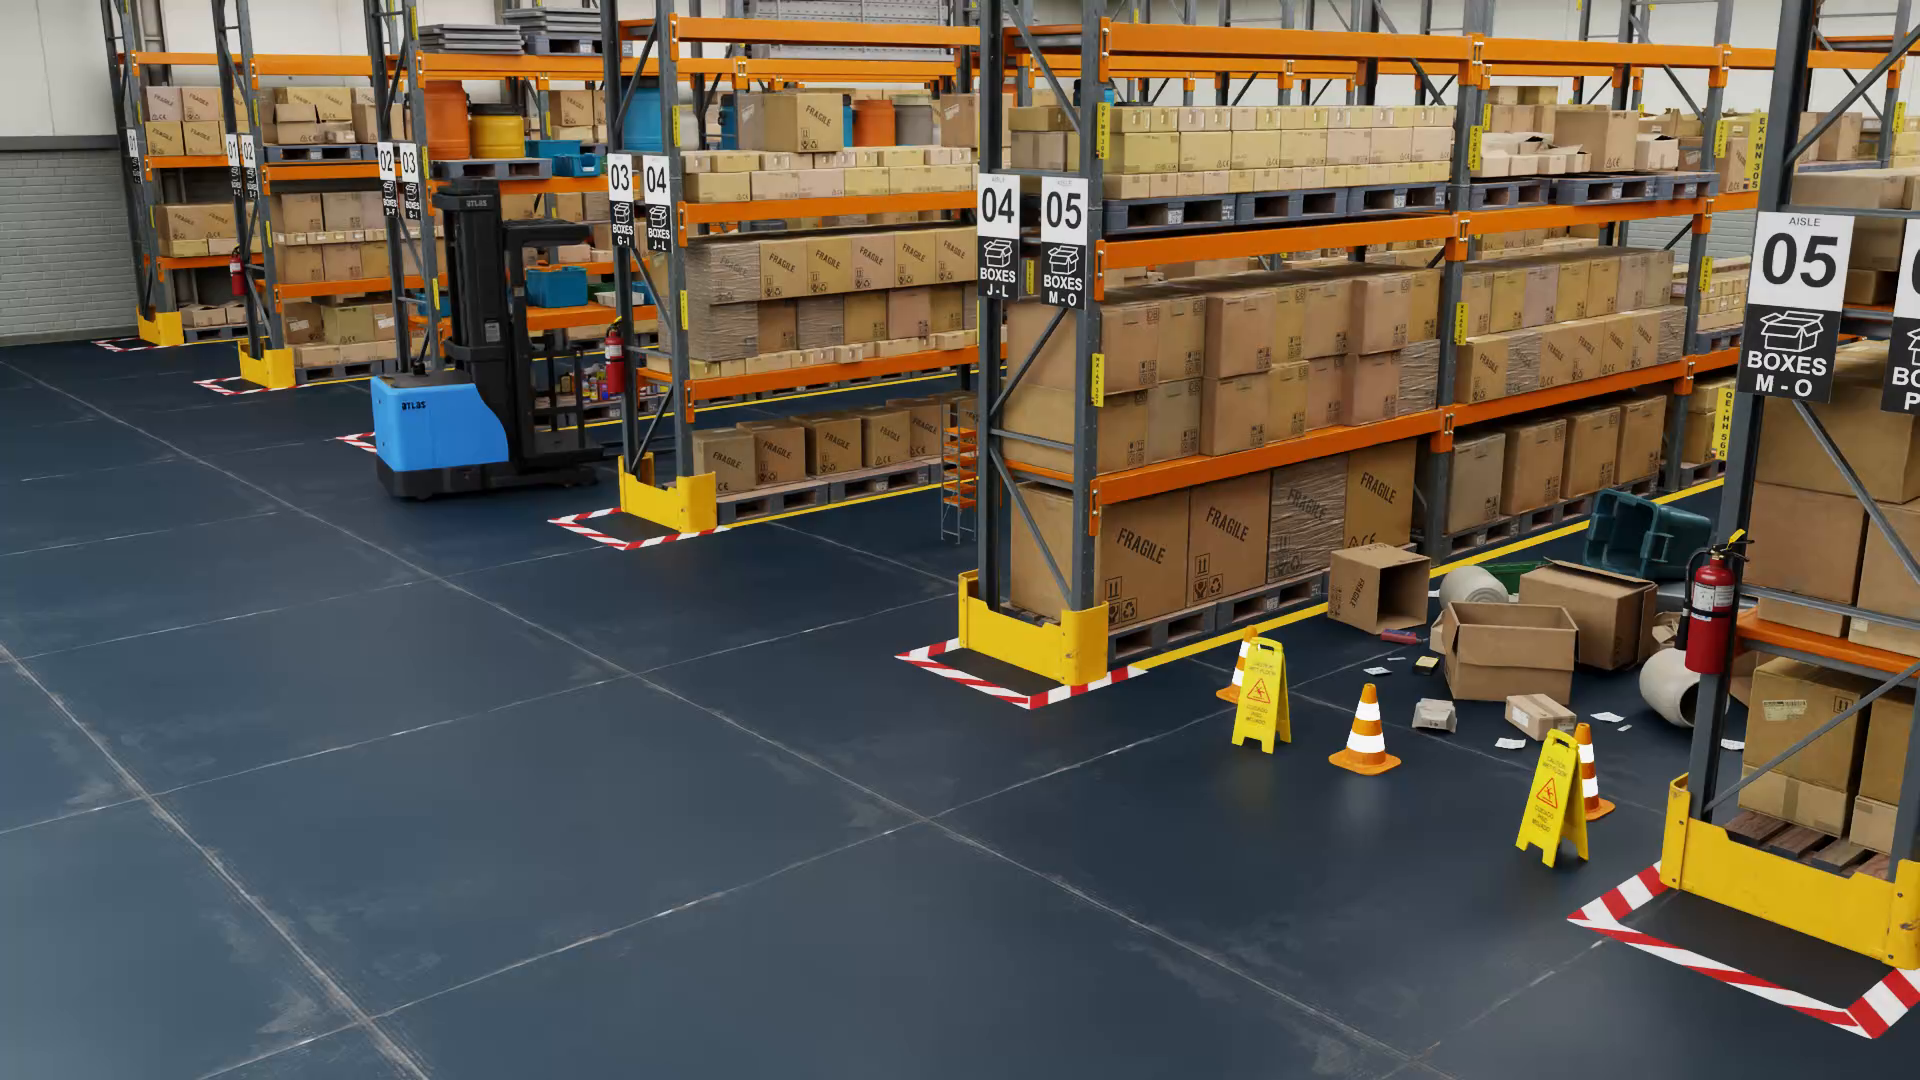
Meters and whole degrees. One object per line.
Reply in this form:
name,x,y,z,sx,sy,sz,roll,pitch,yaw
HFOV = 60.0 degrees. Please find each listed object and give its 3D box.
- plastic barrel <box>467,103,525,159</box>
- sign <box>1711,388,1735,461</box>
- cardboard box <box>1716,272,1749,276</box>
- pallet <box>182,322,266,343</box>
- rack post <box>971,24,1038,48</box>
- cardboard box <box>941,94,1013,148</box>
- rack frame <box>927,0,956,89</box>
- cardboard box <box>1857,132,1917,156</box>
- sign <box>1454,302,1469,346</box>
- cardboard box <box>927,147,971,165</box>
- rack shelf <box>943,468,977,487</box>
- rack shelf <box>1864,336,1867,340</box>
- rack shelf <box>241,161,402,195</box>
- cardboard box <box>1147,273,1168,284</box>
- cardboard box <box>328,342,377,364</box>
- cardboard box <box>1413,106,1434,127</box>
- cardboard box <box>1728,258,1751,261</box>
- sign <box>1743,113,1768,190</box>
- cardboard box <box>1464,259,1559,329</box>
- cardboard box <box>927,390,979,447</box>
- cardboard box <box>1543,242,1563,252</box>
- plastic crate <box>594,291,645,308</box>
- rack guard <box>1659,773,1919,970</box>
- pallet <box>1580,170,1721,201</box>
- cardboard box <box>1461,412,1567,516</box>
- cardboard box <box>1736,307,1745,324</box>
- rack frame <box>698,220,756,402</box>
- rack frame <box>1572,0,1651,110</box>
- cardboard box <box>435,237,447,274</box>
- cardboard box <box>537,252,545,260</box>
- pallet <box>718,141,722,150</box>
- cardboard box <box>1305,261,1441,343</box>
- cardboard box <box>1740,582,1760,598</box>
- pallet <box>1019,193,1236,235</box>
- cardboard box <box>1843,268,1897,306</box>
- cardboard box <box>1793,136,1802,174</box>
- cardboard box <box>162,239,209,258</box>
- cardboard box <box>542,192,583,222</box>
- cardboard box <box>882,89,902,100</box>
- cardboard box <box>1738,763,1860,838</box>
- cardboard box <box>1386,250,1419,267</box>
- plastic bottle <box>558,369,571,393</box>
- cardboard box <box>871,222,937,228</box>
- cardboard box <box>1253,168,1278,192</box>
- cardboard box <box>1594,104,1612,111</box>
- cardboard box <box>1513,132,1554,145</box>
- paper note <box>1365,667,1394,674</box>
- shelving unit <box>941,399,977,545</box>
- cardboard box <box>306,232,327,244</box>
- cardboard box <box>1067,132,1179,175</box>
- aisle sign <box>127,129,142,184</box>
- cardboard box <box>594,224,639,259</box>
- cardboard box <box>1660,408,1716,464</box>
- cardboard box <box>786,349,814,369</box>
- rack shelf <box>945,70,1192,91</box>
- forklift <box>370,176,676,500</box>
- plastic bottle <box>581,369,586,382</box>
plastic barrel,-5.159,-4.554,18.494,0.600,0.588,0.600,0,15,0
sign,3.472,-0.523,7.538,0.005,0.325,0.100,-13,19,-39
cardboard box,7.799,-2.588,16.647,0.250,0.149,0.380,-12,19,-37
pallet,-11.745,-3.318,26.262,1.213,0.211,1.003,-13,19,-39
rack post,0.619,-6.941,22.943,0.937,0.300,0.954,-13,19,-39
cardboard box,0.161,-4.063,16.097,0.500,0.500,0.500,-13,20,-41
rack frame,-0.369,-10.130,34.738,0.127,3.000,1.000,-13,19,-39
cardboard box,10.069,-4.332,18.164,0.500,0.250,0.500,-12,19,-38
sign,3.879,-1.672,12.866,0.005,0.325,0.100,-13,19,-39
cardboard box,-0.116,-3.677,15.910,0.250,0.149,0.380,-14,20,-42
rack shelf,-0.011,-0.534,14.097,0.180,0.103,0.258,-13,19,-39
rack shelf,11.057,-2.670,19.827,4.000,0.370,1.077,-13,19,-39
rack shelf,-7.675,-4.998,22.731,4.000,0.370,1.077,-13,19,-39
cardboard box,2.270,-2.787,18.316,0.258,0.266,0.396,-13,20,-41
cardboard box,-8.259,-2.565,22.555,0.500,0.250,0.500,-13,19,-39
cardboard box,3.256,-3.121,12.243,0.250,0.149,0.380,-13,20,-40
cardboard box,8.548,-2.979,18.110,0.250,0.149,0.380,-12,19,-39
sign,3.472,-1.688,7.227,0.005,0.325,0.100,-13,19,-39
cardboard box,4.652,-2.113,14.217,0.500,0.500,0.700,-12,19,-39
cardboard box,0.006,-1.241,17.115,0.500,0.500,0.500,-13,20,-41
cardboard box,8.038,-4.015,23.184,0.500,0.250,0.500,-13,19,-39
plastic crate,-3.976,-2.819,19.500,0.437,0.136,0.530,-13,19,-39
rack guard,3.879,1.496,7.682,0.348,0.500,1.175,-13,19,-39
pallet,6.080,-3.240,15.119,1.003,0.211,1.213,-12,19,-37
cardboard box,4.653,-0.725,14.696,0.750,0.750,1.050,-13,19,-39
cardboard box,7.609,-2.256,16.557,0.250,0.149,0.380,-12,19,-37
rack frame,-2.918,-3.270,20.681,0.127,3.000,1.000,-13,19,-39
rack frame,9.386,-7.237,23.907,0.127,3.000,1.000,-13,19,-39
cardboard box,-7.272,-4.032,23.340,0.500,0.500,0.700,-12,19,-39
cardboard box,-7.384,-5.027,29.797,0.500,0.250,0.500,-12,19,-38
pallet,-3.602,-6.138,25.972,1.003,0.211,1.213,-12,19,-37
cardboard box,3.212,-1.862,13.024,0.550,0.550,0.875,-13,19,-39
cardboard box,5.648,0.124,11.351,0.500,0.500,0.500,-13,19,-39
pallet,1.048,-2.180,10.957,1.213,0.211,1.003,-13,19,-39
cardboard box,3.907,-1.142,7.387,0.250,0.149,0.380,-13,19,-39
cardboard box,7.882,-3.715,16.340,0.500,0.500,0.500,-13,19,-39
cardboard box,-11.862,-4.479,25.459,0.500,0.250,0.500,-13,20,-41
cardboard box,-7.155,-5.956,29.689,0.700,0.500,0.500,14,20,42
cardboard box,-1.514,-8.872,33.671,0.500,0.500,0.500,-14,20,-42
cardboard box,4.273,1.233,8.336,0.500,0.250,0.500,-13,20,-40
cardboard box,5.428,-3.405,20.991,0.500,0.500,0.500,-13,20,-40
plastic bottle,-4.761,-1.913,20.009,0.133,0.283,0.061,-12,19,-38
cardboard box,-0.549,-2.869,16.472,0.500,0.500,0.500,-13,19,-39
cardboard box,1.917,-2.434,11.217,0.250,0.149,0.380,-13,20,-40
cardboard box,9.029,-5.989,23.845,0.500,0.500,0.700,-14,21,-43
cardboard box,5.075,-3.407,14.544,0.500,0.311,0.500,-13,20,-40
paper note,2.762,0.861,10.969,0.142,0.017,0.144,-6,16,-20
shelving unit,-0.011,-0.577,14.086,0.189,1.200,0.258,-13,19,-39
cardboard box,-8.549,-3.989,21.921,0.250,0.149,0.380,-13,20,-41
cardboard box,1.028,-2.449,10.501,0.500,0.250,0.500,-13,20,-39
aisle sign,-12.296,-5.707,24.765,0.004,0.787,0.394,-13,19,-39
cardboard box,-5.179,-4.500,25.090,0.500,0.500,0.500,-11,18,-35
cardboard box,7.232,-1.066,16.460,0.500,0.500,0.500,-14,20,-42
cardboard box,-1.545,-1.674,15.193,0.250,0.149,0.380,-13,19,-39
rack shelf,1.609,-6.644,23.856,4.000,0.370,1.077,-13,19,-39
forklift,-4.149,-2.041,16.213,3.031,2.935,1.130,-8,17,-27
plastic bottle,-4.559,-1.906,19.985,0.133,0.283,0.061,-13,19,-39
